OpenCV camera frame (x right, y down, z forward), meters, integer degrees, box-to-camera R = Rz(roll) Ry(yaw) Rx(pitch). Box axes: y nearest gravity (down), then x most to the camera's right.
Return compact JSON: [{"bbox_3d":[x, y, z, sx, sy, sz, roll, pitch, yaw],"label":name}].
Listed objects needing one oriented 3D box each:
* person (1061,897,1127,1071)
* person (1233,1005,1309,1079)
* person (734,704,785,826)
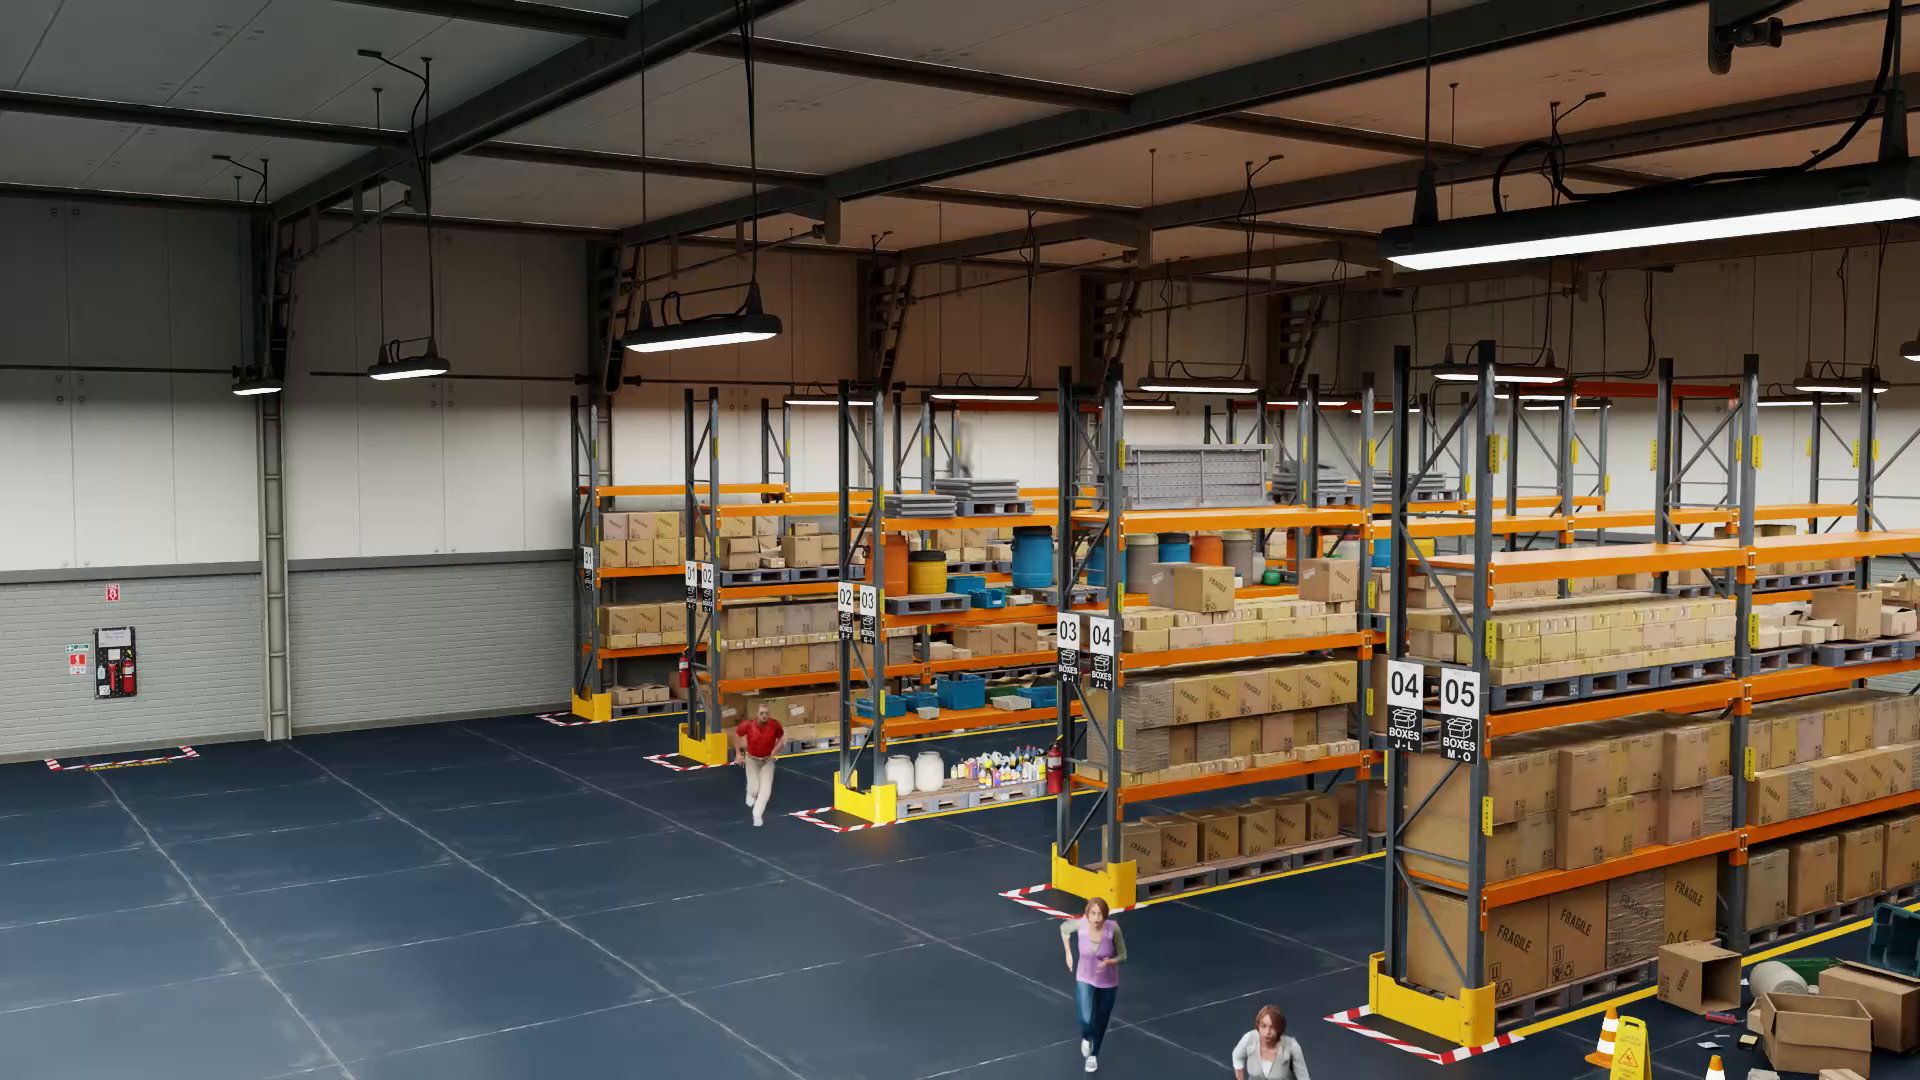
[{"bbox_3d":[1.076,3.591,13.399,0.524,1.524,0.742,0,3,2],"label":"person"},{"bbox_3d":[2.004,3.741,10.769,0.511,1.539,0.588,1,4,15],"label":"person"},{"bbox_3d":[-2.712,3.009,22.458,0.658,1.665,0.767,-1,4,-21],"label":"person"}]
